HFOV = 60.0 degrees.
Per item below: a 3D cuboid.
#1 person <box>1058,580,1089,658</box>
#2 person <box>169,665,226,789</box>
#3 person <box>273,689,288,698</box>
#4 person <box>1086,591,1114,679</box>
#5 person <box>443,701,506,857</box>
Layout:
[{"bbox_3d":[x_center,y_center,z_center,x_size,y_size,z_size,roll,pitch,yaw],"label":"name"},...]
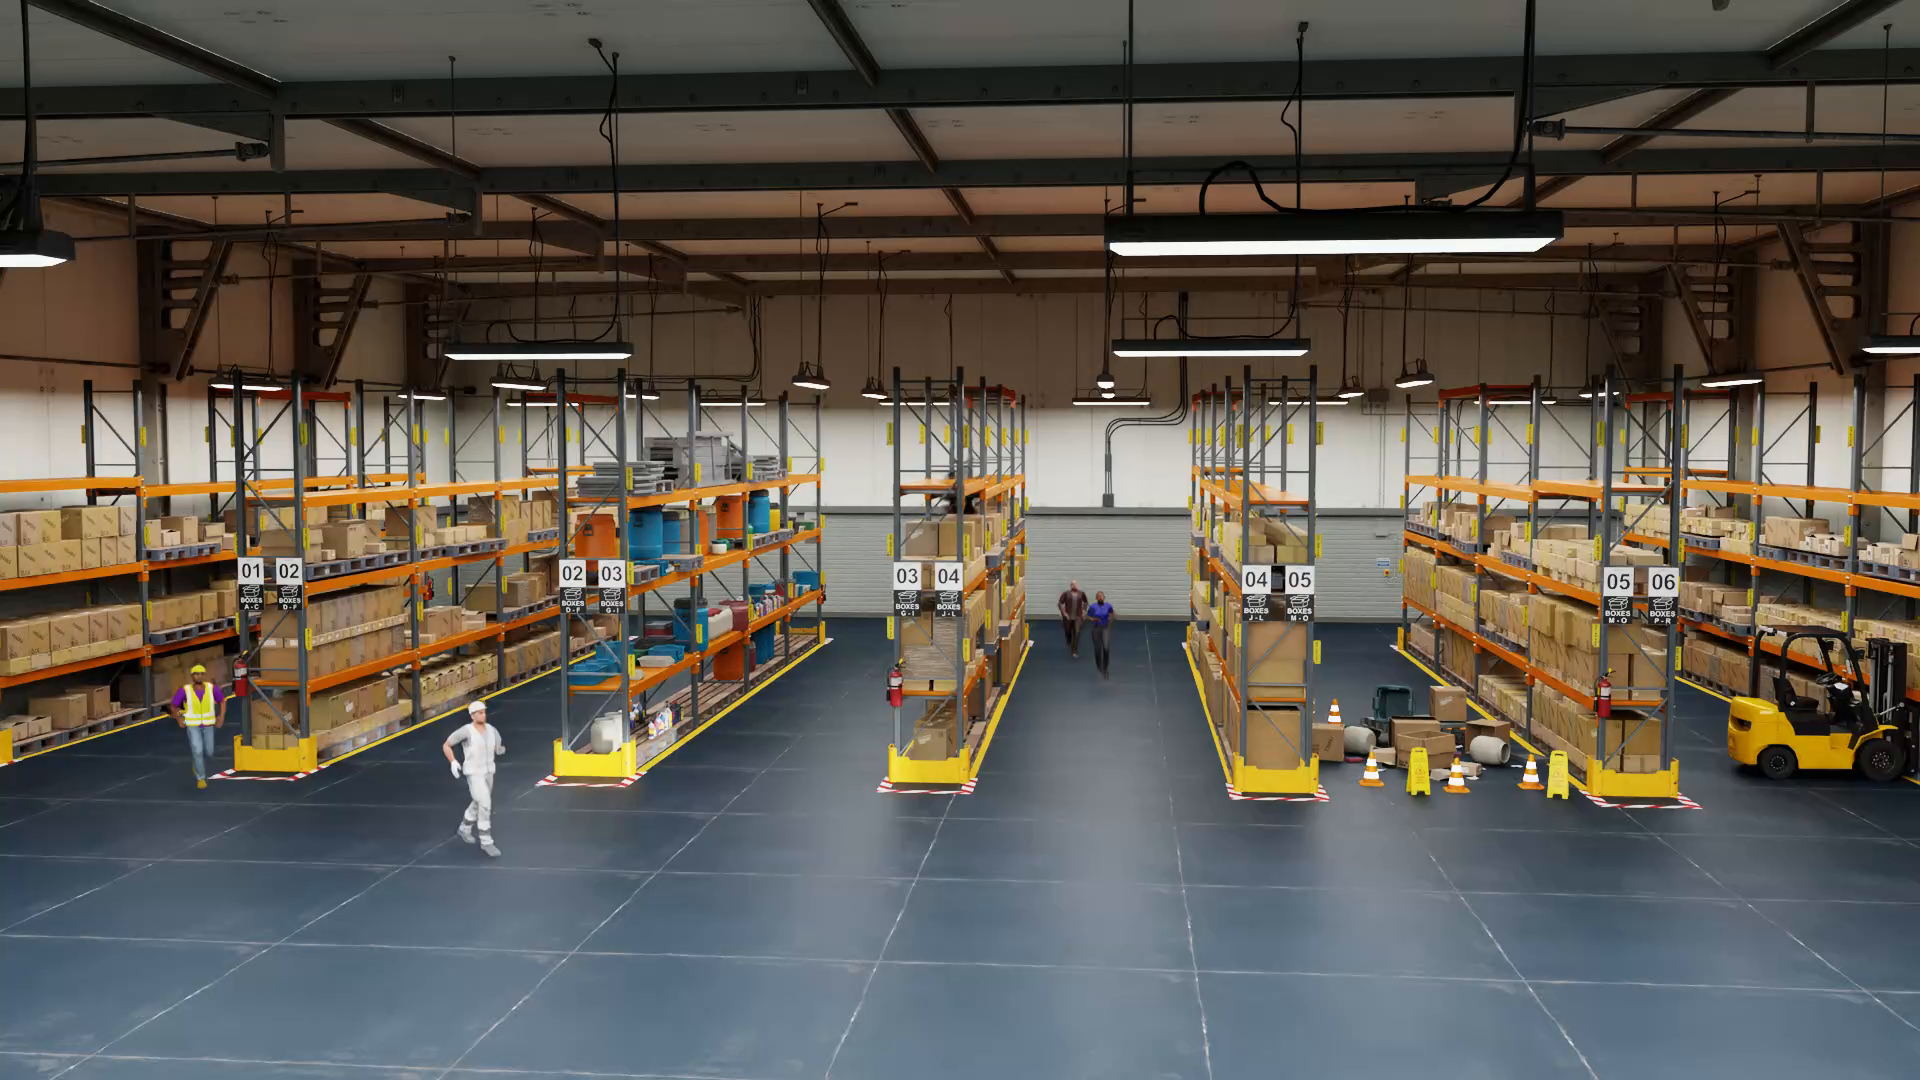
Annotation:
[{"bbox_3d":[2.596,1.791,38.076,0.702,1.758,1.011,0,4,4],"label":"person"},{"bbox_3d":[-10.954,2.666,23.943,0.753,1.745,0.697,-3,5,-39],"label":"person"},{"bbox_3d":[-11.857,2.370,29.307,0.618,1.648,0.719,0,4,7],"label":"person"},{"bbox_3d":[2.785,1.921,33.011,0.558,1.646,0.738,0,4,2],"label":"person"},{"bbox_3d":[-5.796,2.841,20.007,0.860,1.817,0.659,2,4,31],"label":"person"}]
